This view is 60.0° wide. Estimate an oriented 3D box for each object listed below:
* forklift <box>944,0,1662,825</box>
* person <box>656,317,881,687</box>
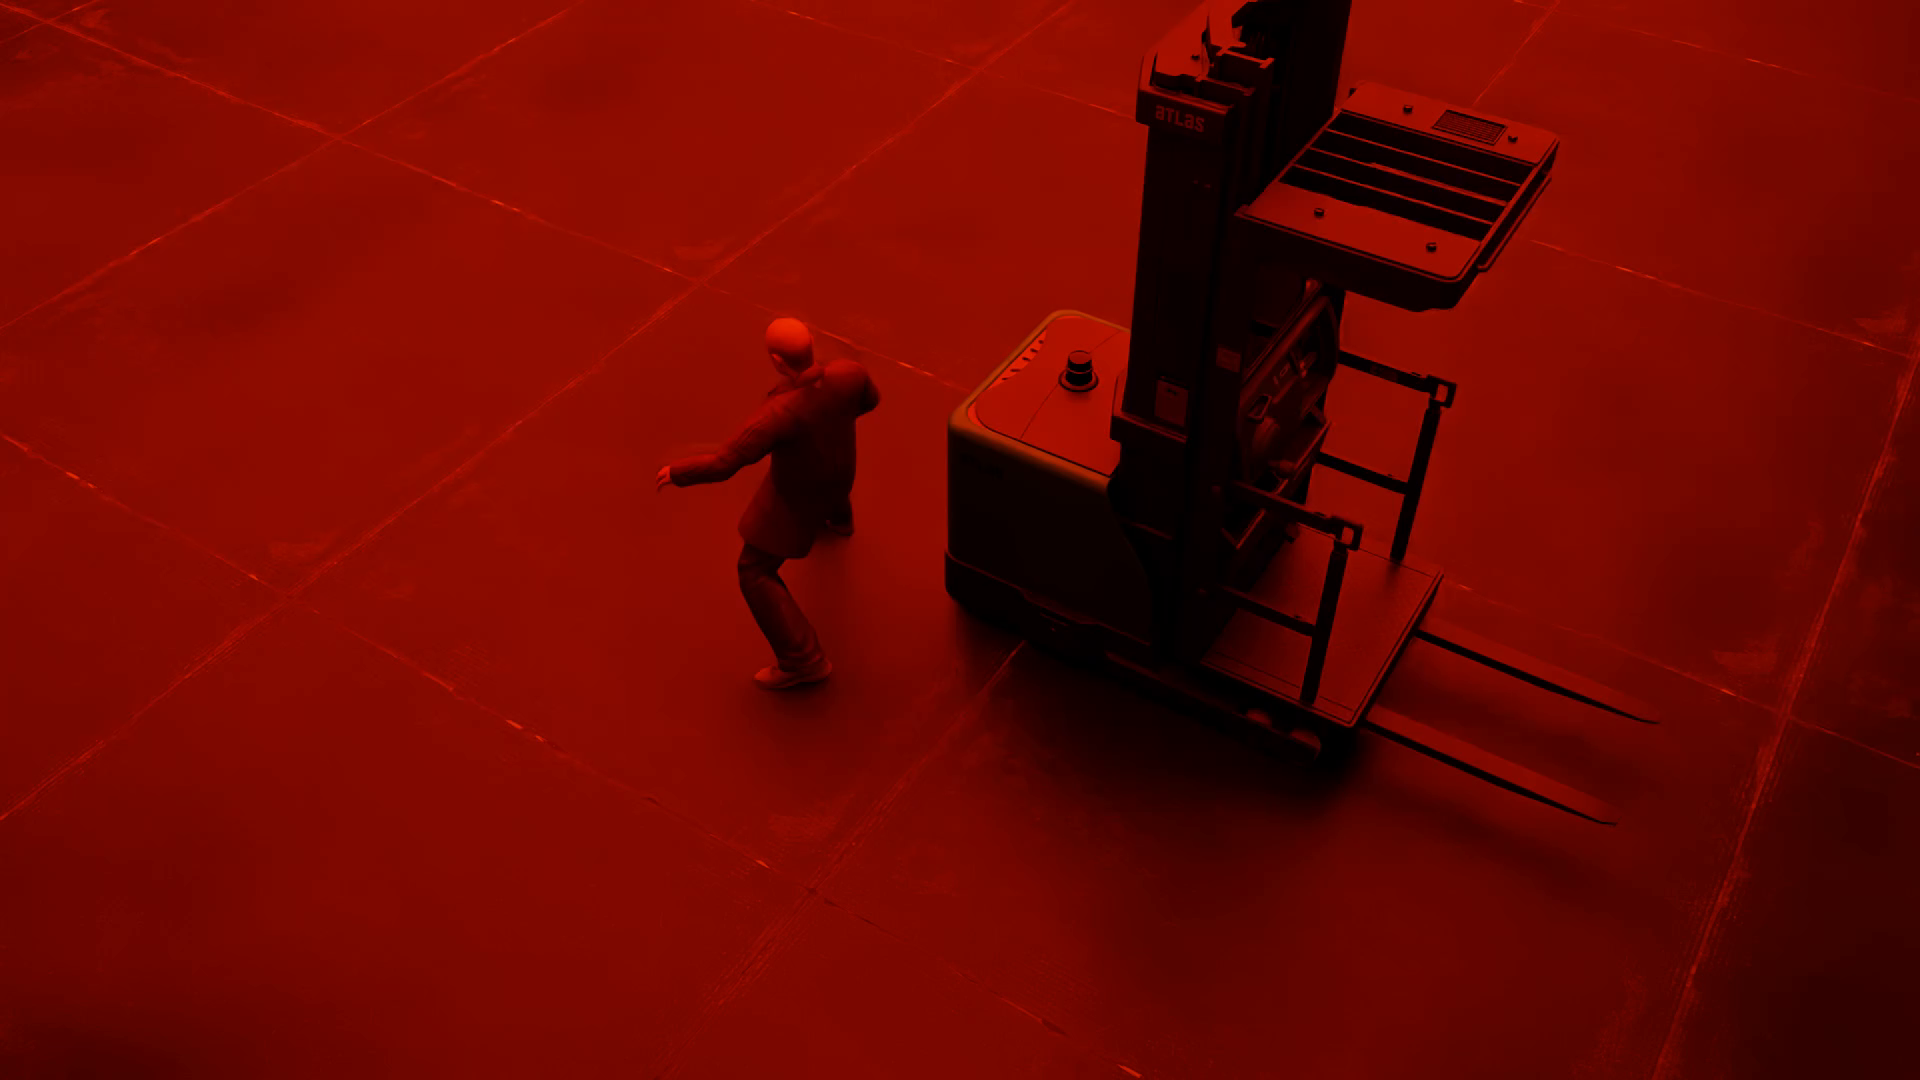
[{"bbox_3d":[1.452,-0.537,6.415,3.031,2.935,1.130,23,48,23],"label":"forklift"},{"bbox_3d":[-0.755,-0.297,7.169,1.037,1.650,0.960,-34,53,-31],"label":"person"}]
